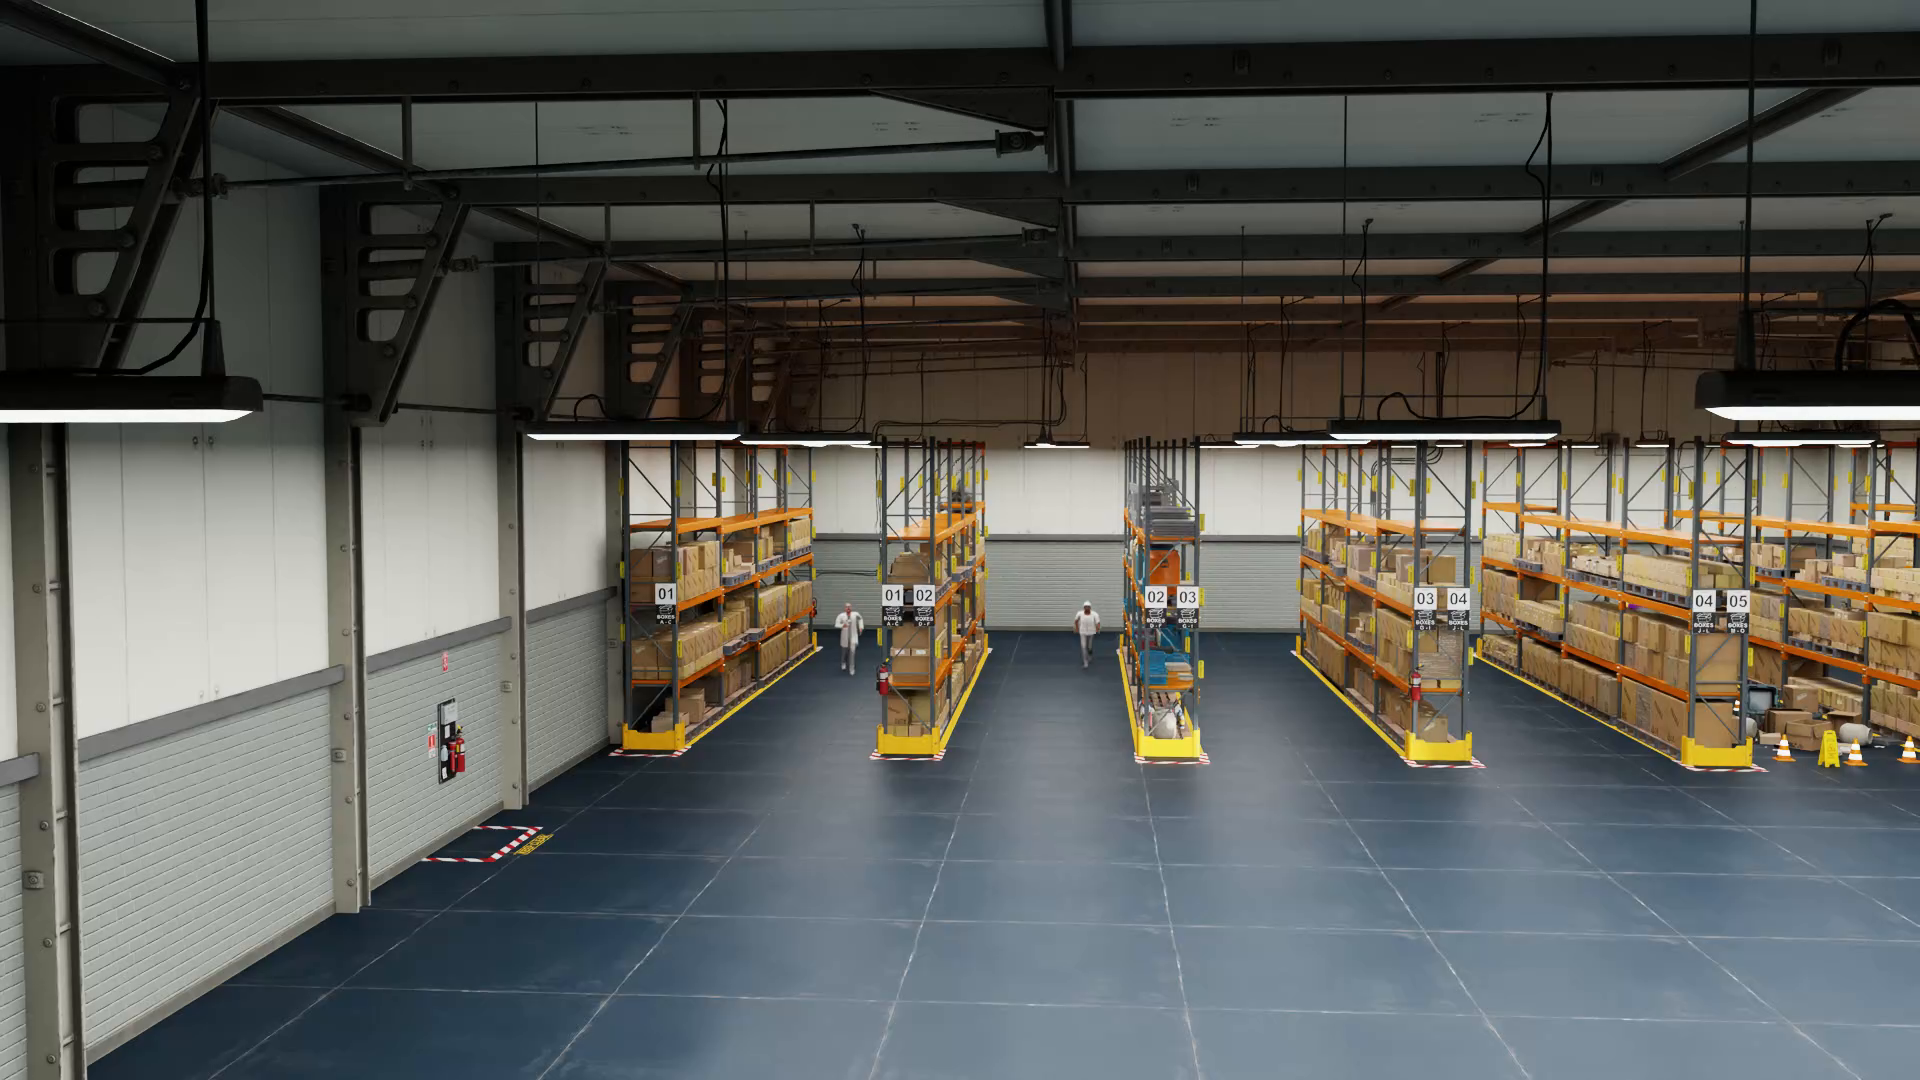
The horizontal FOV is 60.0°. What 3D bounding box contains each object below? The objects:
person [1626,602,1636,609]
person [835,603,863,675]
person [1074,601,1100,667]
[{"bbox_3d":[19.167,2.284,47.877,0.697,1.768,0.674,-1,3,-11],"label":"person"},{"bbox_3d":[-2.864,2.535,43.008,0.728,1.829,1.002,0,3,-5],"label":"person"},{"bbox_3d":[3.392,2.490,44.347,0.681,1.738,0.855,0,3,5],"label":"person"}]
